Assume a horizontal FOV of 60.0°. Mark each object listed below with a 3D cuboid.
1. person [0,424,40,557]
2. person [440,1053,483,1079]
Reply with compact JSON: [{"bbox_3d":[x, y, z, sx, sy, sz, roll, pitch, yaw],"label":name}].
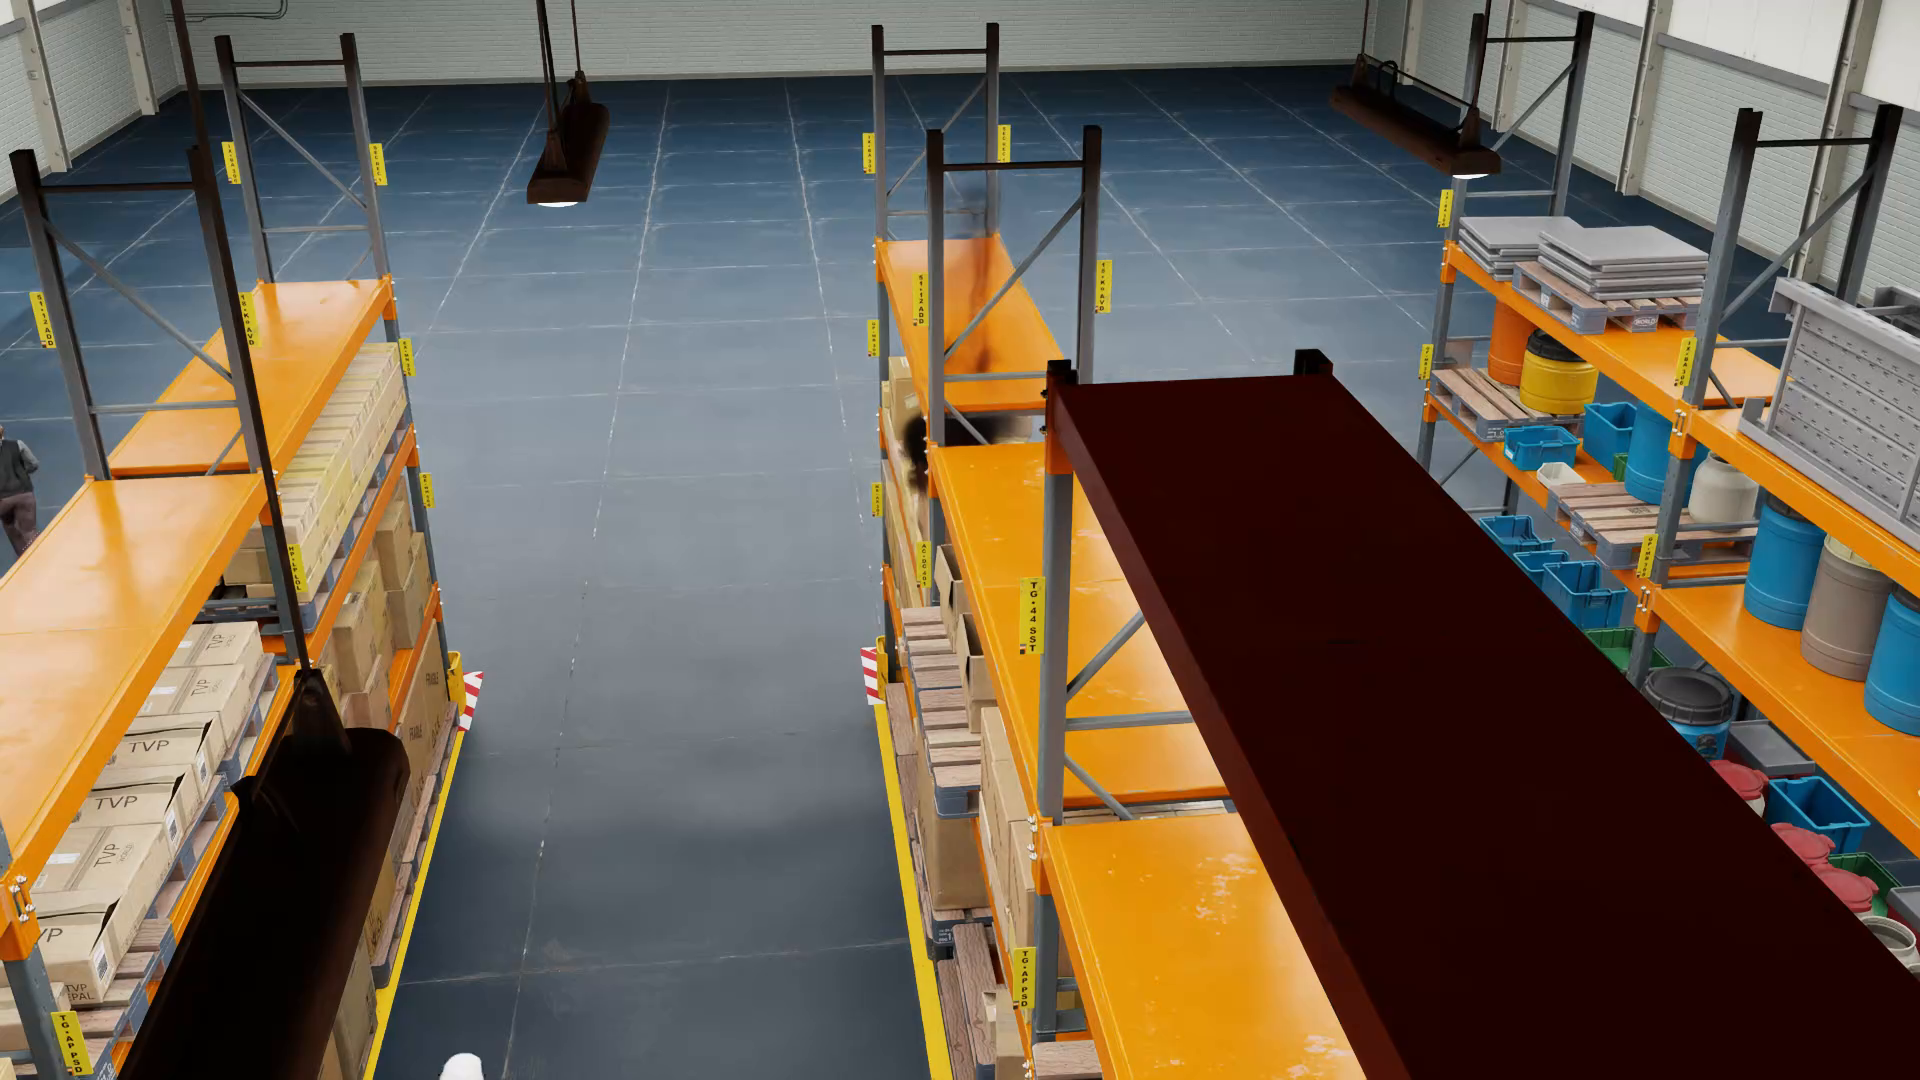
[{"bbox_3d":[-9.905,-0.350,17.405,0.702,1.683,0.992,-18,31,-32],"label":"person"},{"bbox_3d":[-2.618,3.567,8.997,0.650,1.754,0.876,-5,26,-11],"label":"person"}]
